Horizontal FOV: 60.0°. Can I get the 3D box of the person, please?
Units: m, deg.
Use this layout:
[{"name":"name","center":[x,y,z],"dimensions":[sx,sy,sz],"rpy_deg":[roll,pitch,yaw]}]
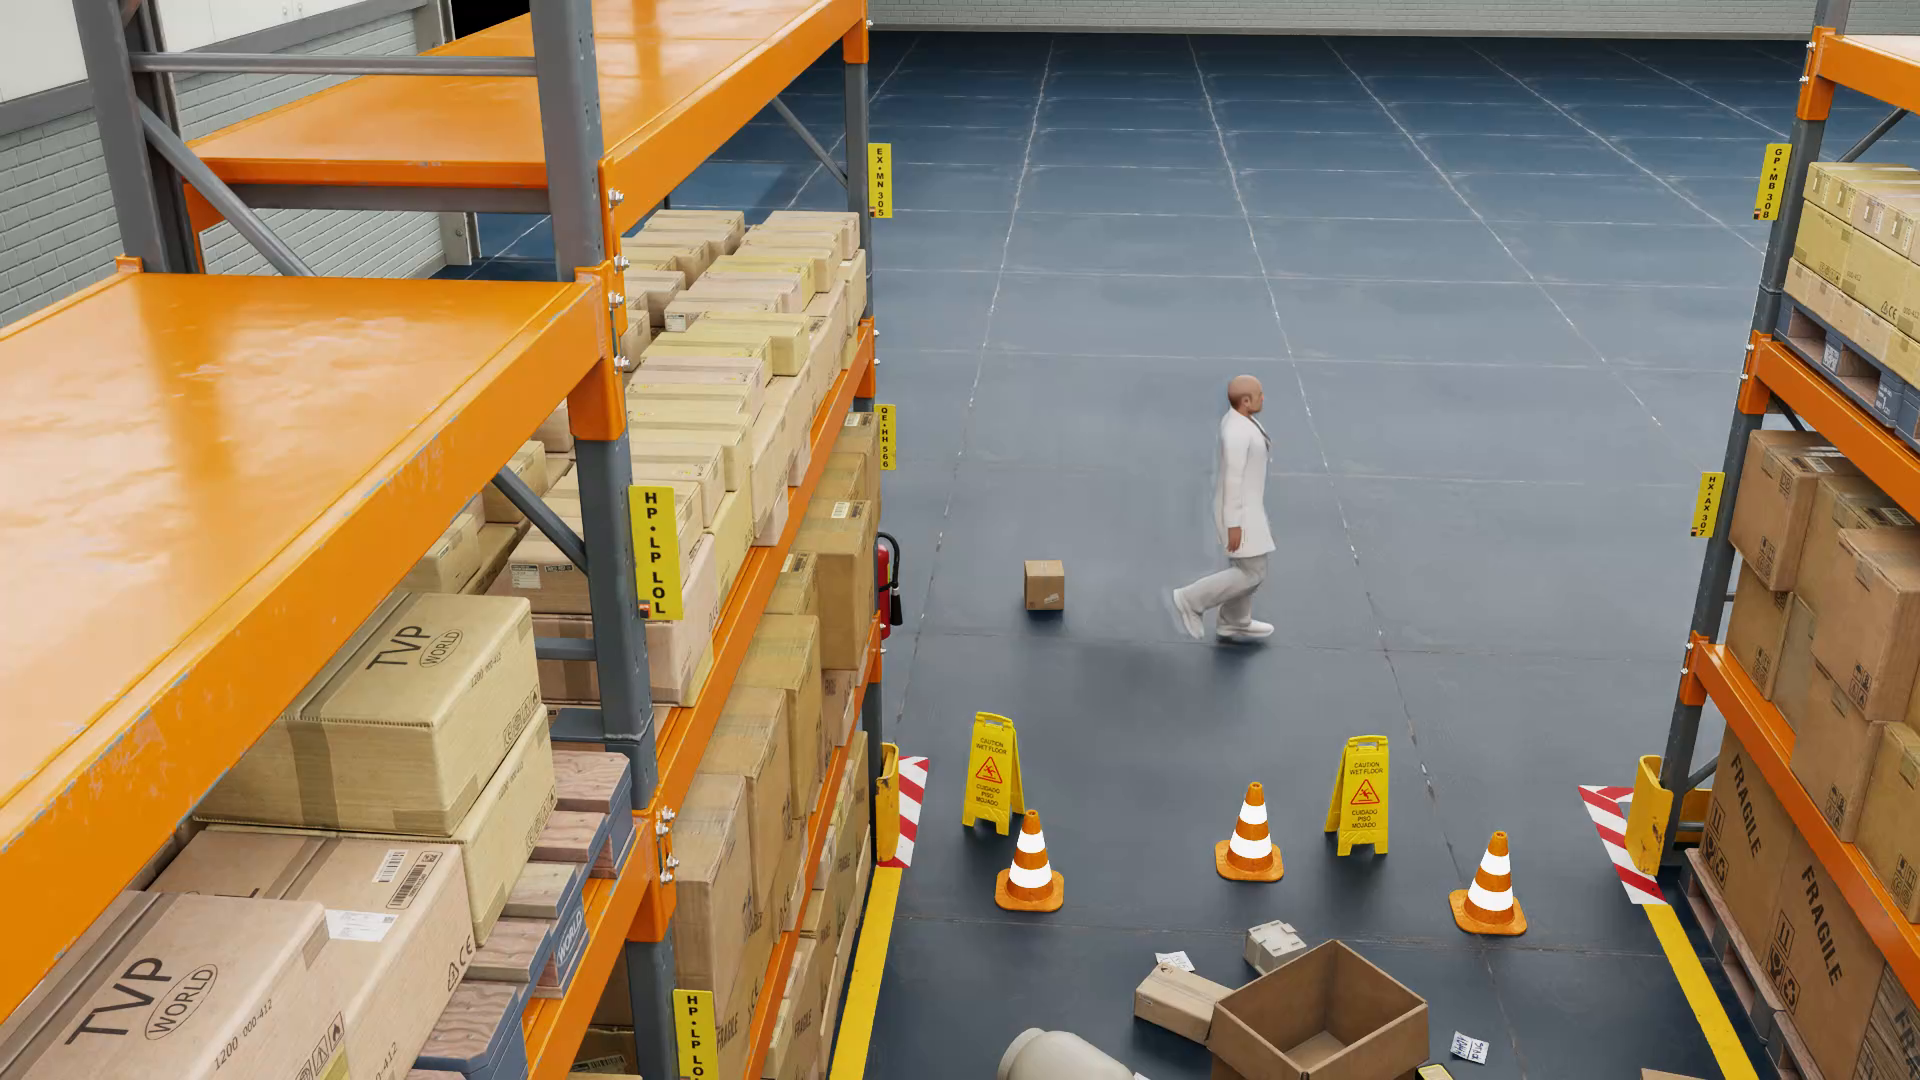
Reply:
[{"name":"person","center":[1.693,-0.181,10.375],"dimensions":[0.660,1.766,0.599],"rpy_deg":[3,24,7]}]
